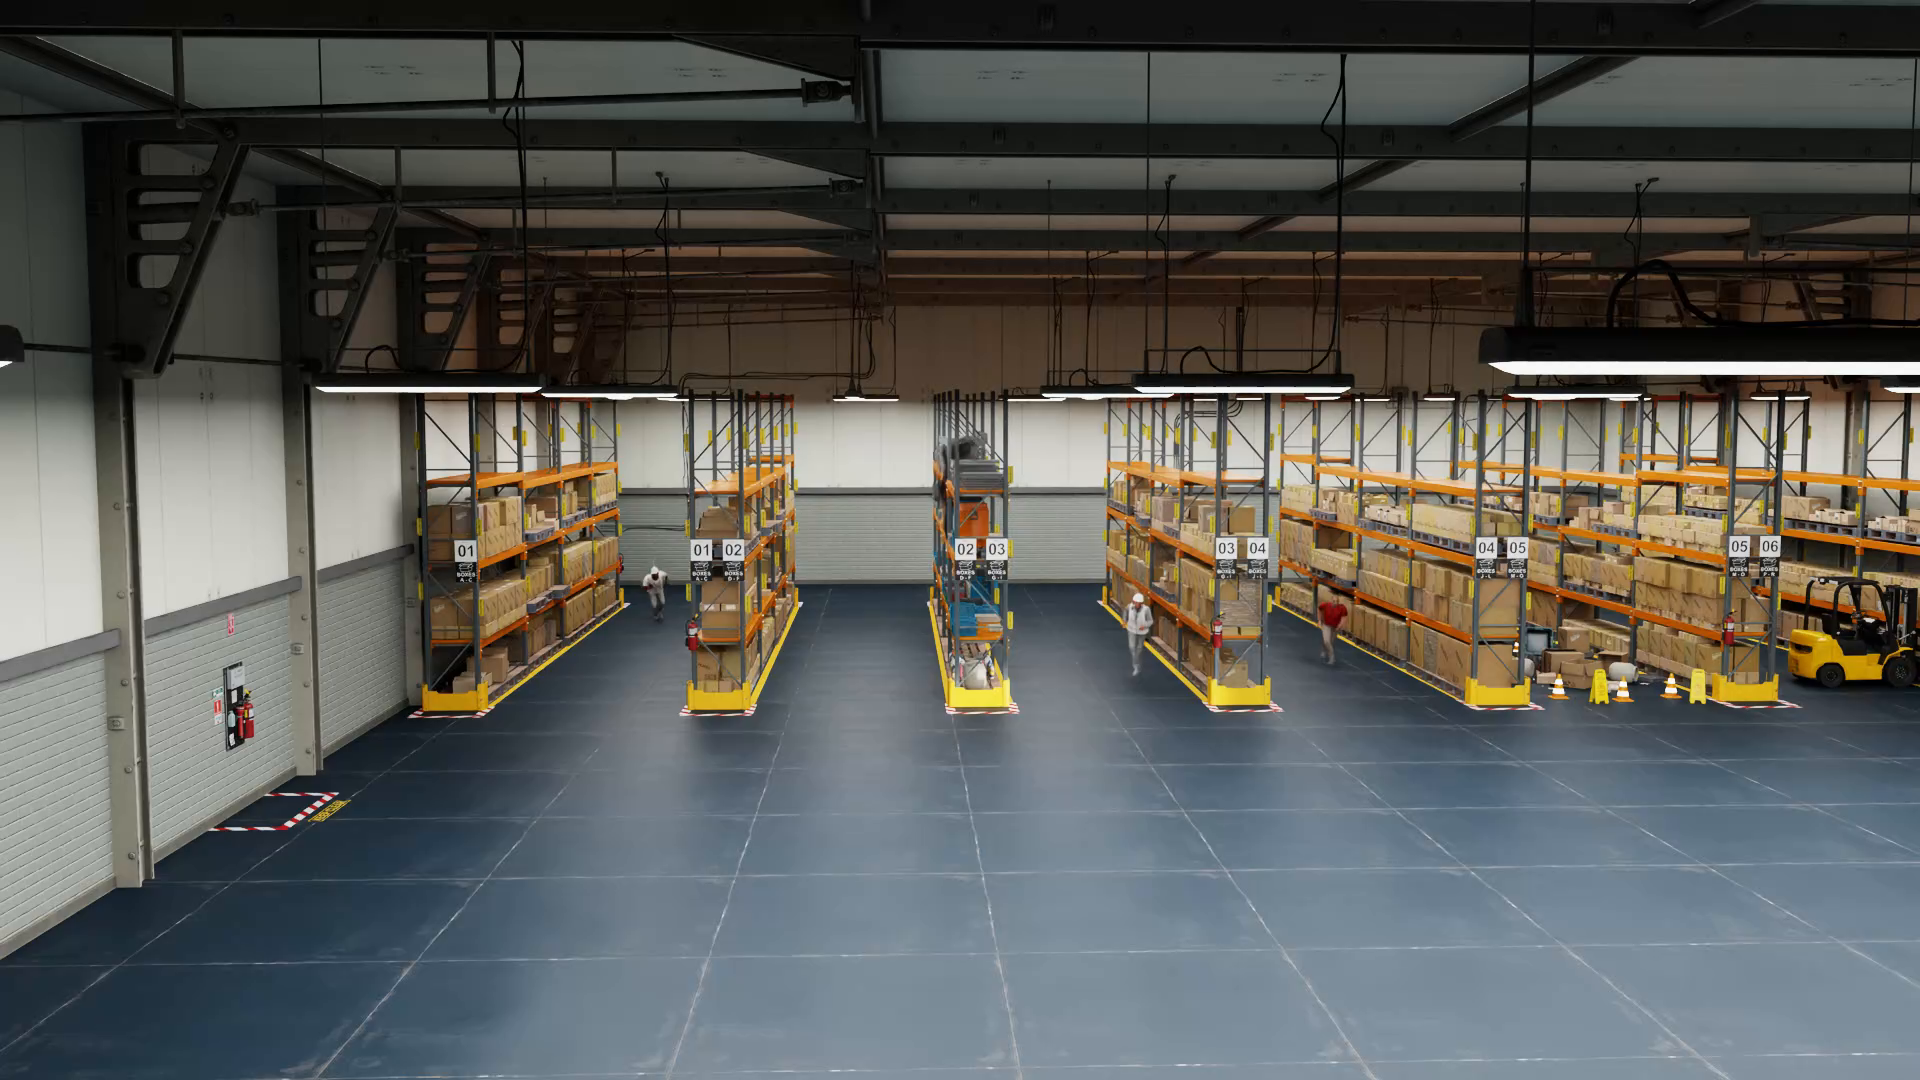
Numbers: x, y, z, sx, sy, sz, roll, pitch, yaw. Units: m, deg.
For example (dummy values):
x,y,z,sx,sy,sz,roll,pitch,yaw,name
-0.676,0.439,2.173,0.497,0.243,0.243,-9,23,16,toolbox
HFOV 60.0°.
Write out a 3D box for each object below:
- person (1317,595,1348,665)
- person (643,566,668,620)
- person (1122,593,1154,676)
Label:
x,y,z,sx,sy,sz,roll,pitch,yaw,name
8.234,1.962,36.905,0.655,1.590,1.056,0,5,2,person
-8.010,1.400,43.858,0.723,1.474,0.983,-2,5,-20,person
3.626,1.880,33.857,0.658,1.679,1.030,1,5,9,person
